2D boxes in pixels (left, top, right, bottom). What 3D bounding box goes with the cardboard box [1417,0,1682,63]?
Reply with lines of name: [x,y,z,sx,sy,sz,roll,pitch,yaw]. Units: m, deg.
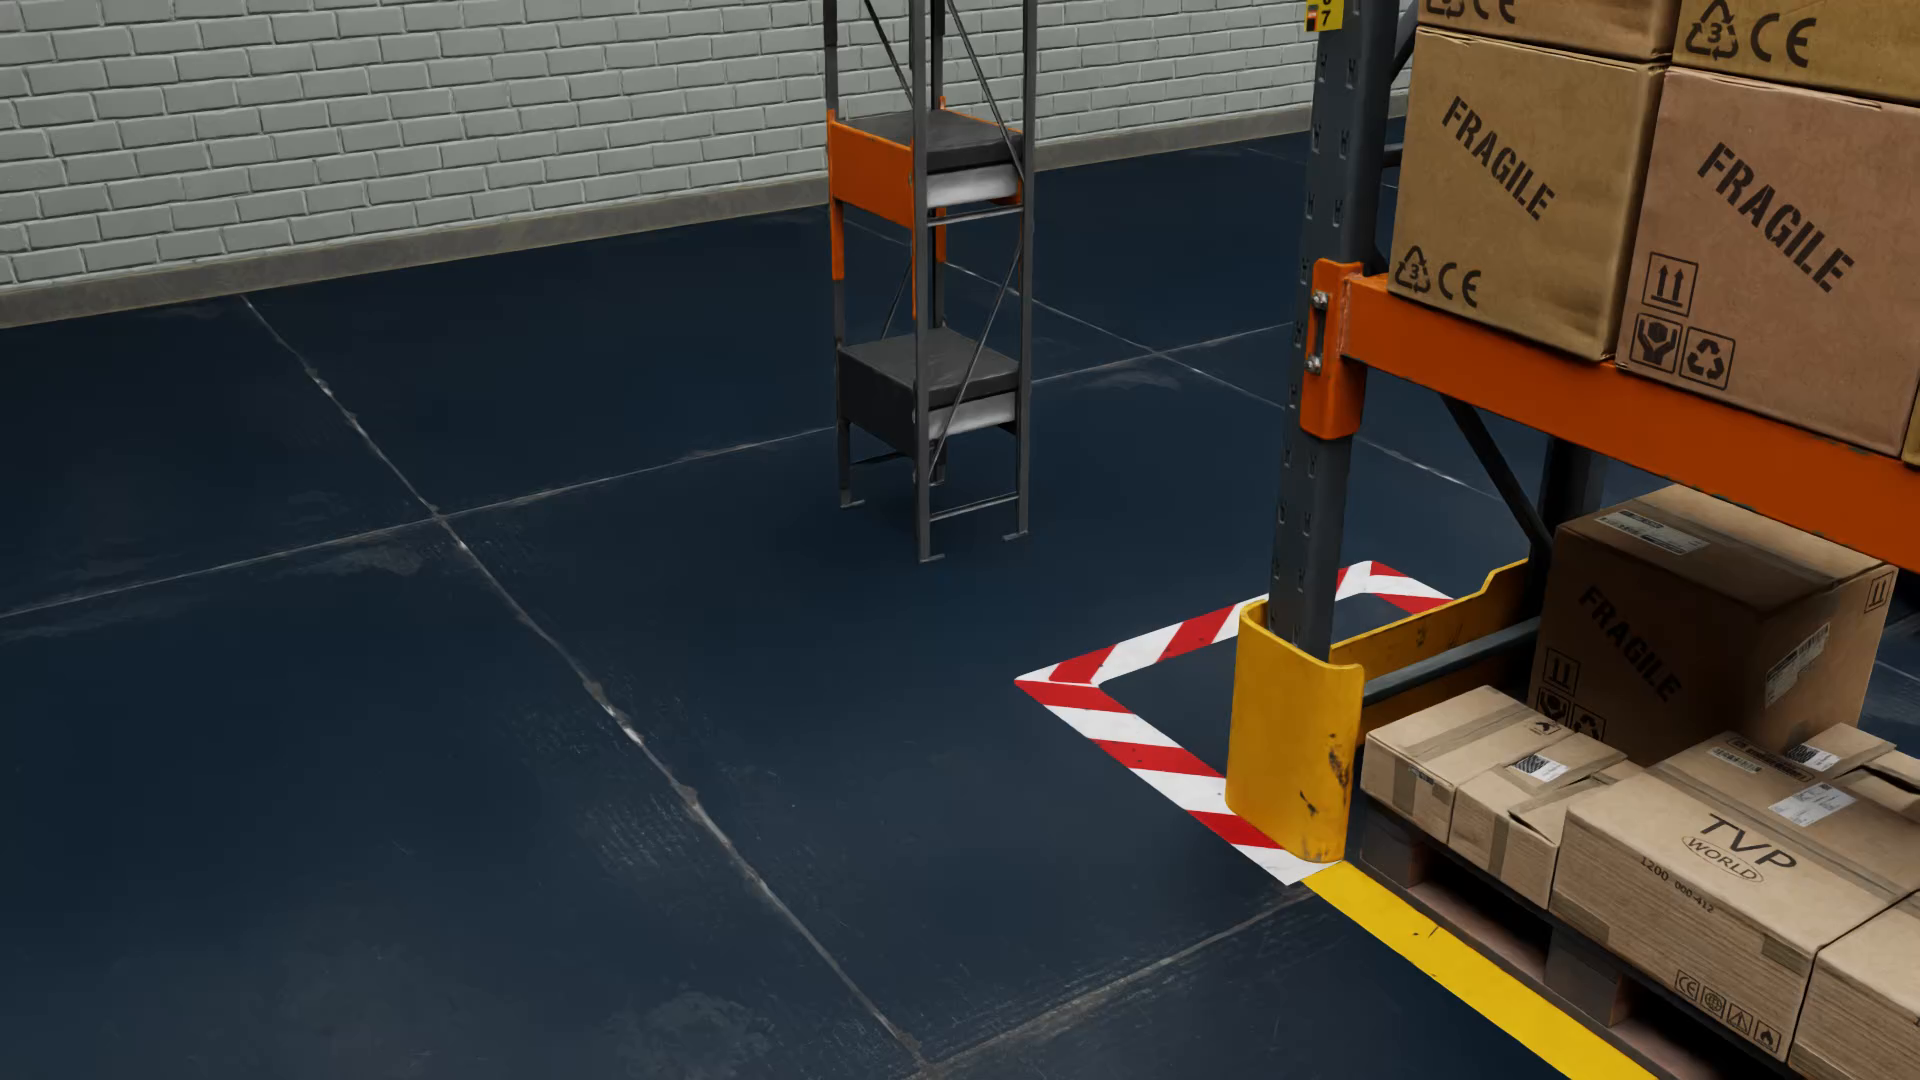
cardboard box: [1.165,-1.124,2.829,0.500,0.500,0.500,-15,29,-28]

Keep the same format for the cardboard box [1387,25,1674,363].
cardboard box: [1.165,-0.672,3.042,0.500,0.500,0.500,-15,29,-29]

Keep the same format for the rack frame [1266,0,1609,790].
rack frame: [1.144,-0.847,3.530,1.000,3.000,0.127,-16,29,-30]

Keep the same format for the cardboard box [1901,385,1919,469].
cardboard box: [1.723,-0.308,2.272,0.500,0.500,0.500,-16,29,-30]

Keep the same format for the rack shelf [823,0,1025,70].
rack shelf: [-0.090,-1.629,4.634,0.431,0.518,0.480,-16,29,-30]

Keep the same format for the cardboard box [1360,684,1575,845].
cardboard box: [1.085,0.473,3.558,0.380,0.149,0.250,-16,29,-30]

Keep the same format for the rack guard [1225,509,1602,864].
rack guard: [1.186,0.311,4.006,1.175,0.500,0.348,-16,29,-30]

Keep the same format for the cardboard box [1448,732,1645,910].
cardboard box: [1.221,0.555,3.365,0.380,0.166,0.250,-16,29,-30]

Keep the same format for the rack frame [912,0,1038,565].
rack frame: [0.043,-0.921,4.742,0.400,2.100,0.015,-16,29,-30]

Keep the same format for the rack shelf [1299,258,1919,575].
rack shelf: [2.236,0.194,2.168,1.077,0.370,4.000,-16,29,-30]

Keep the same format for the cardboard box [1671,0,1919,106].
cardboard box: [1.457,-0.939,2.437,0.500,0.500,0.500,-15,29,-29]

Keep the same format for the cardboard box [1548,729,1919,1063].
cardboard box: [1.476,0.637,3.092,0.500,0.250,0.500,-16,29,-30]

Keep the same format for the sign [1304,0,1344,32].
sign: [0.690,-1.112,3.077,0.100,0.325,0.005,-16,29,-30]

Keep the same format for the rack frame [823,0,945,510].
rack frame: [-0.224,-1.096,5.112,0.400,2.100,0.015,-16,29,-30]

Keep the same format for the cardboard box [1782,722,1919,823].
cardboard box: [1.793,0.538,3.399,0.380,0.166,0.250,-16,29,-30]

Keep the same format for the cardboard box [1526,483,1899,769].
cardboard box: [1.647,0.222,3.679,0.500,0.500,0.500,-16,29,-30]

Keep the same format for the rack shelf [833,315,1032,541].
rack shelf: [-0.090,-0.363,5.232,0.431,0.518,0.480,-16,29,-30]

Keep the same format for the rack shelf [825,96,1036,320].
rack shelf: [-0.090,-0.996,4.933,0.431,0.518,0.480,-16,29,-30]

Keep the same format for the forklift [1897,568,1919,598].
forklift: [4.265,-1.195,4.347,3.031,2.935,1.130,2,25,4]

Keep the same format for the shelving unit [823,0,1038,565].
shelving unit: [-0.090,-1.009,4.927,0.431,2.100,0.503,-16,29,-30]

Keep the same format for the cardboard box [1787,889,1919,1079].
cardboard box: [1.749,0.816,2.713,0.500,0.250,0.500,-16,29,-30]

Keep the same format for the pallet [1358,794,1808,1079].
pallet: [1.622,0.726,3.464,1.003,0.211,1.213,-16,29,-30]

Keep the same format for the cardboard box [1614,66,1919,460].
cardboard box: [1.452,-0.489,2.654,0.500,0.500,0.500,-16,30,-30]
